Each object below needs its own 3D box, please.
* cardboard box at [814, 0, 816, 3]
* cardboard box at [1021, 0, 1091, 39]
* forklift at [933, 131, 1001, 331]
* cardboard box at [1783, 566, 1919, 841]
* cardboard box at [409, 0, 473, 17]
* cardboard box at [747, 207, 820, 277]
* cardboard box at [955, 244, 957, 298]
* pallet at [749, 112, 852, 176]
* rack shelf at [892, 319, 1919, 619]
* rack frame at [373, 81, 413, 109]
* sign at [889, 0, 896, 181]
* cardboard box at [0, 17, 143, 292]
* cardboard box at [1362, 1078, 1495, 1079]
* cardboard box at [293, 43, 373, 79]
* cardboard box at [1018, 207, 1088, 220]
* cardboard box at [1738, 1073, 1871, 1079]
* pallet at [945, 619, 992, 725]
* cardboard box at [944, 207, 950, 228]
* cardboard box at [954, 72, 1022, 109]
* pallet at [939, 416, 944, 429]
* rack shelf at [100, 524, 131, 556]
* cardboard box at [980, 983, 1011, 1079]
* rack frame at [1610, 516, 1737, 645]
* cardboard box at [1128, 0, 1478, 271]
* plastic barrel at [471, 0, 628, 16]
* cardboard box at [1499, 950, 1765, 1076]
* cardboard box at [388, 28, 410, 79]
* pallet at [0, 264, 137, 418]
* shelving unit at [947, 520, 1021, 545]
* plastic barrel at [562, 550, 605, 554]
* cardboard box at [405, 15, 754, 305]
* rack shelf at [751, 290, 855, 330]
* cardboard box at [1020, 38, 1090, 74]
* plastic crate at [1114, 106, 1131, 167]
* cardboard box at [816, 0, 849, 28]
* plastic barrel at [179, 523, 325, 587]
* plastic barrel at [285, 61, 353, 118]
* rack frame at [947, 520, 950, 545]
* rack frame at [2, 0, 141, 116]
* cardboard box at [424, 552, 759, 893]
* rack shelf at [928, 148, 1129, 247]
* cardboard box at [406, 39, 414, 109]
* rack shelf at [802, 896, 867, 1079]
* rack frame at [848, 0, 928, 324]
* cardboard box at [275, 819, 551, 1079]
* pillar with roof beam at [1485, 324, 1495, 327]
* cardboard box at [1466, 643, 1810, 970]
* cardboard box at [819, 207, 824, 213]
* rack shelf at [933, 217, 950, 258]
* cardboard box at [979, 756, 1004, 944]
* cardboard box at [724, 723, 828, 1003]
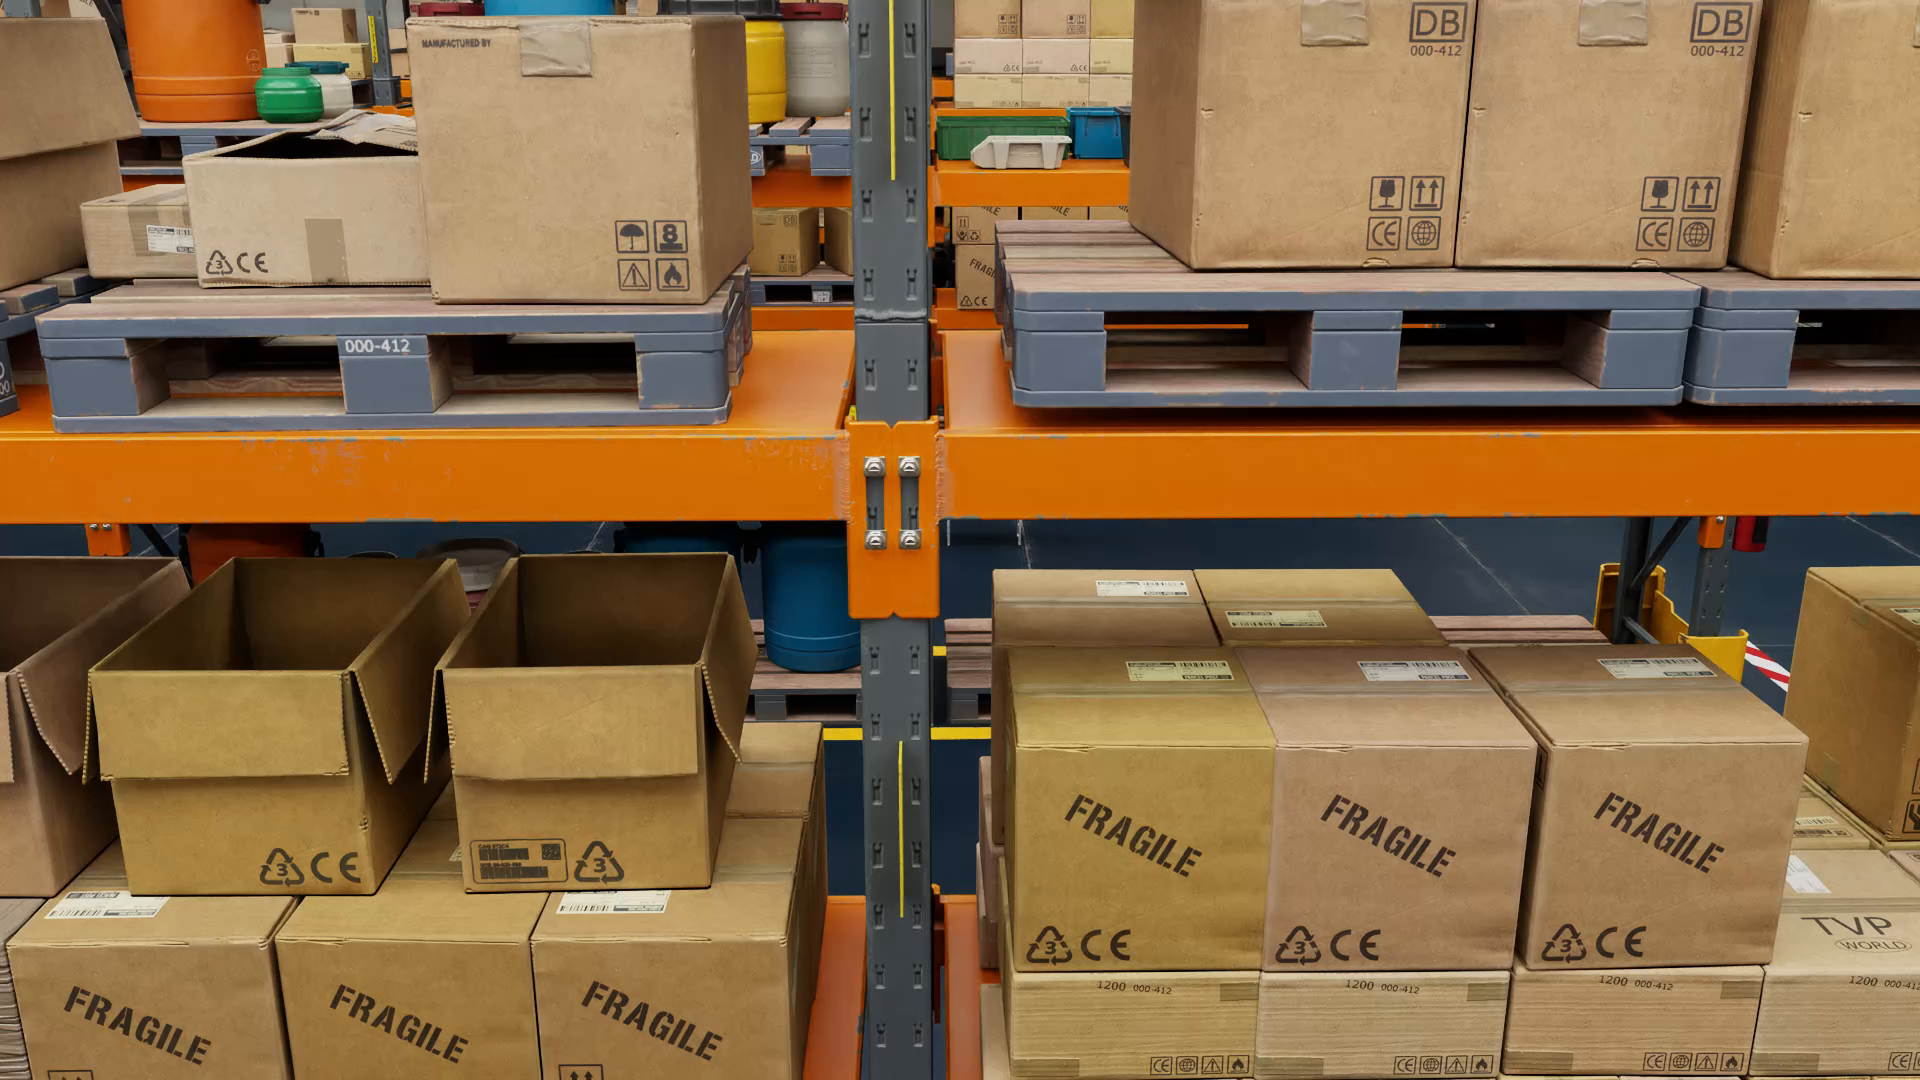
[{"bbox_3d":[-1.246,-5.719,17.444,0.500,0.250,0.500,1,18,3],"label":"cardboard box"},{"bbox_3d":[0.706,-4.053,12.561,0.500,0.500,0.700,0,18,-1],"label":"cardboard box"},{"bbox_3d":[-0.279,-2.853,15.643,3.031,2.935,1.130,0,18,1],"label":"forklift"},{"bbox_3d":[2.368,0.377,3.991,0.500,0.500,0.500,-1,18,-2],"label":"cardboard box"},{"bbox_3d":[-3.845,-4.061,12.585,0.500,0.500,0.500,0,18,-1],"label":"cardboard box"},{"bbox_3d":[-1.446,-2.419,13.327,0.500,0.500,0.700,3,18,8],"label":"cardboard box"},{"bbox_3d":[0.214,-2.257,13.508,0.500,0.500,0.500,0,18,0],"label":"cardboard box"},{"bbox_3d":[-0.990,-1.920,8.021,1.003,0.211,1.213,0,18,-1],"label":"pallet"},{"bbox_3d":[1.870,-0.198,3.521,4.000,0.370,1.077,0,18,-1],"label":"rack shelf"},{"bbox_3d":[-4.282,-2.109,13.211,0.127,3.000,1.000,0,18,-1],"label":"rack frame"},{"bbox_3d":[-0.111,-0.761,2.738,0.005,0.325,0.100,0,18,-1],"label":"sign"},{"bbox_3d":[-2.087,-0.777,3.292,0.637,0.503,0.797,-1,18,-2],"label":"cardboard box"},{"bbox_3d":[0.960,1.113,3.580,0.250,0.149,0.380,-1,18,-2],"label":"cardboard box"},{"bbox_3d":[-4.734,-3.646,12.651,0.500,0.250,0.500,-2,18,-5],"label":"cardboard box"},{"bbox_3d":[0.709,-2.571,12.851,0.500,0.500,0.500,-1,18,-3],"label":"cardboard box"},{"bbox_3d":[1.730,1.109,3.591,0.250,0.149,0.380,-1,18,-2],"label":"cardboard box"},{"bbox_3d":[0.527,0.697,9.029,1.213,0.211,1.003,0,18,-1],"label":"pallet"},{"bbox_3d":[0.179,-3.782,17.934,0.700,0.700,0.980,0,18,0],"label":"cardboard box"},{"bbox_3d":[0.208,-3.412,12.608,0.500,0.250,0.500,0,18,-1],"label":"cardboard box"},{"bbox_3d":[0.405,-0.803,13.707,1.213,0.211,1.003,0,18,-1],"label":"pallet"},{"bbox_3d":[-2.207,-0.263,8.635,4.000,0.370,1.077,0,18,-1],"label":"rack shelf"},{"bbox_3d":[0.172,1.117,3.566,0.250,0.149,0.380,0,18,-1],"label":"cardboard box"},{"bbox_3d":[3.792,-0.635,8.615,0.127,3.000,1.000,0,18,-1],"label":"rack frame"},{"bbox_3d":[0.652,-0.848,3.356,0.500,0.500,0.700,-1,18,-4],"label":"cardboard box"},{"bbox_3d":[-1.912,-2.427,7.785,0.708,0.901,0.600,0,18,-1],"label":"plastic barrel"},{"bbox_3d":[1.360,0.900,3.591,0.500,0.250,0.500,0,18,1],"label":"cardboard box"},{"bbox_3d":[-5.661,-5.131,17.519,0.637,0.503,0.797,2,18,7],"label":"cardboard box"},{"bbox_3d":[-2.368,-0.447,3.430,1.213,0.211,1.003,1,18,2],"label":"pallet"},{"bbox_3d":[0.166,-0.572,11.367,0.503,1.200,0.258,0,18,-1],"label":"shelving unit"},{"bbox_3d":[-2.026,0.346,8.945,0.421,0.512,0.421,0,18,0],"label":"plastic barrel"},{"bbox_3d":[-0.709,-0.773,3.284,0.500,0.500,0.700,0,18,0],"label":"cardboard box"},{"bbox_3d":[-2.282,-1.776,13.351,4.000,0.370,1.077,0,18,-1],"label":"rack shelf"},{"bbox_3d":[0.708,-3.653,12.540,0.500,0.250,0.500,0,18,-1],"label":"cardboard box"},{"bbox_3d":[1.039,-1.904,7.875,0.590,0.269,0.497,0,18,-1],"label":"plastic crate"},{"bbox_3d":[-0.787,-3.872,12.781,0.600,0.600,0.600,-2,18,-6],"label":"cardboard box"},{"bbox_3d":[-3.718,0.230,8.786,0.708,0.830,0.600,0,18,-1],"label":"plastic barrel"},{"bbox_3d":[-3.137,-2.208,8.149,0.301,0.262,0.301,0,18,0],"label":"plastic barrel"},{"bbox_3d":[-0.078,-0.571,11.363,0.015,1.200,0.240,0,18,-1],"label":"rack frame"},{"bbox_3d":[-4.207,-3.453,7.579,0.127,3.000,1.000,0,18,-1],"label":"rack frame"},{"bbox_3d":[-0.768,0.378,3.654,0.637,0.503,0.797,-1,18,-2],"label":"cardboard box"},{"bbox_3d":[1.792,-1.711,8.237,4.000,0.370,1.077,0,18,-1],"label":"rack shelf"},{"bbox_3d":[-3.846,-3.597,12.776,0.500,0.500,0.910,0,18,-1],"label":"cardboard box"},{"bbox_3d":[-2.129,1.250,3.919,4.000,0.370,1.077,0,18,-1],"label":"rack shelf"},{"bbox_3d":[-0.129,-1.959,2.923,0.127,3.000,1.000,0,18,-1],"label":"rack frame"},{"bbox_3d":[-1.088,0.936,3.556,0.500,0.500,0.500,0,18,1],"label":"cardboard box"},{"bbox_3d":[6.389,-5.479,13.897,0.400,9.000,9.100,0,18,-1],"label":"pillar with roof beam"},{"bbox_3d":[1.366,0.542,3.478,0.500,0.500,0.500,-1,18,-3],"label":"cardboard box"},{"bbox_3d":[-1.332,-3.755,17.660,0.500,0.500,0.500,0,18,0],"label":"cardboard box"},{"bbox_3d":[1.636,-3.308,18.127,4.000,0.370,1.077,0,18,-1],"label":"rack shelf"},{"bbox_3d":[0.308,0.745,4.073,0.500,0.250,0.500,-1,18,-2],"label":"cardboard box"},{"bbox_3d":[-0.593,0.776,4.055,0.500,0.500,0.500,0,18,-1],"label":"cardboard box"}]
